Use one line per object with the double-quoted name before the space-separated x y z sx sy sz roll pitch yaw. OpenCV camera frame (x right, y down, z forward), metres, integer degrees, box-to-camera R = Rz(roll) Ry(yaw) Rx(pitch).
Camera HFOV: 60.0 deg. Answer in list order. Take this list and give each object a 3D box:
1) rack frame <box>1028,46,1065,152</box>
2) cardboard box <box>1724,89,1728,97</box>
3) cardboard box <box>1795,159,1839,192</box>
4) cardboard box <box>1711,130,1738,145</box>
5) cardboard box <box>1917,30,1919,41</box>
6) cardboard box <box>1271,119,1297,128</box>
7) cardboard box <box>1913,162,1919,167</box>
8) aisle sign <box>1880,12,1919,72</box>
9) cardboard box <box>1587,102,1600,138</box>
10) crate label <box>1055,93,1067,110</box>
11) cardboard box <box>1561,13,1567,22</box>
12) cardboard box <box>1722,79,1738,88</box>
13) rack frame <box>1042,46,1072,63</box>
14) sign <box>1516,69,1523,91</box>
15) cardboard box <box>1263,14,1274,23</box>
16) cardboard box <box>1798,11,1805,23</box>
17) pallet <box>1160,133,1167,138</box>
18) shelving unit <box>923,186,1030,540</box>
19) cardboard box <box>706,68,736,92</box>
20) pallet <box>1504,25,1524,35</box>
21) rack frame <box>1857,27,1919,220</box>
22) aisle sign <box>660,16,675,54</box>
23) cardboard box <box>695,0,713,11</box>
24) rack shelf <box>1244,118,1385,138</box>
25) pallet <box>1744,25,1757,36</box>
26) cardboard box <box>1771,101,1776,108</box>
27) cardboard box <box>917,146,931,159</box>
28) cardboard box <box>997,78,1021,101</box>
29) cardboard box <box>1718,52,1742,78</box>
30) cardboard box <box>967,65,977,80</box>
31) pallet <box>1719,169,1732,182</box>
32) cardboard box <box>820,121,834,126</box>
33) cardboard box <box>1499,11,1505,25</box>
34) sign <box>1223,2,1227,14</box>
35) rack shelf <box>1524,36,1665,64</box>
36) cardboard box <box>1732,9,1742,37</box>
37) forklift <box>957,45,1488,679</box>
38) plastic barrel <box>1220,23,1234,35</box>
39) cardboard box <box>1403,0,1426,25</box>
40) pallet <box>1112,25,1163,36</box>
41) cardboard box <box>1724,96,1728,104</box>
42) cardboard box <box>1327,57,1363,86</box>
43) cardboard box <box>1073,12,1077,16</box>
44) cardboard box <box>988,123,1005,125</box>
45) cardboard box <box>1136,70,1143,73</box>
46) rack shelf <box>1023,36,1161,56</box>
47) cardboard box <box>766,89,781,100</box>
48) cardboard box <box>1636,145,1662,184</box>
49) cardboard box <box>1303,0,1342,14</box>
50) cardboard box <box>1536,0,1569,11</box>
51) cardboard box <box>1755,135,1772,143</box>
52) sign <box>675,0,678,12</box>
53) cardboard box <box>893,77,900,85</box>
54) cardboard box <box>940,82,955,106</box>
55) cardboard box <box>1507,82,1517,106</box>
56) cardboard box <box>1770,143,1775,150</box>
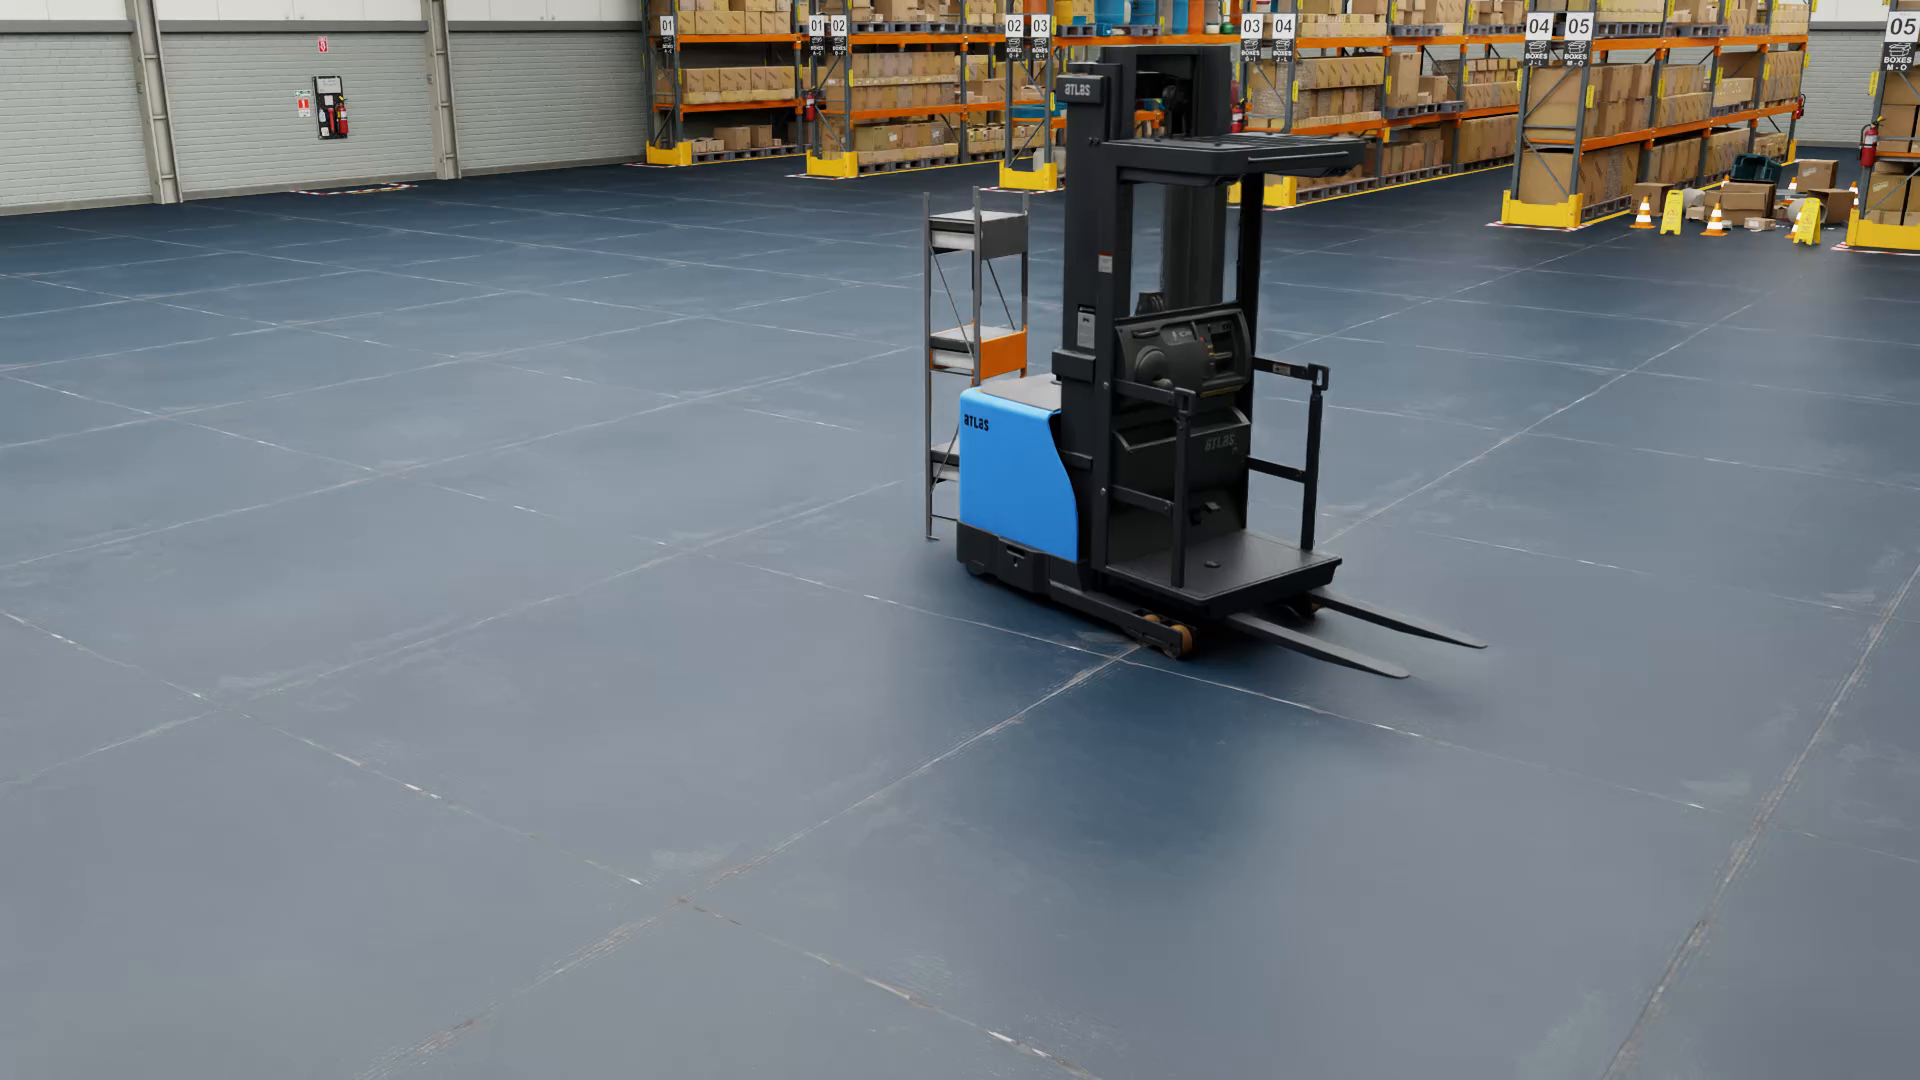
"rack frame" 2.097 -11.001 40.610 1.000 3.000 0.127 12 21 35
"cardboard box" 15.038 -8.899 33.057 0.380 0.149 0.250 12 21 35
"cardboard box" 14.178 -6.021 27.511 0.500 0.500 0.500 12 21 35
"cardboard box" 15.496 -8.196 33.820 0.500 0.250 0.500 11 21 32
"cardboard box" 13.231 -7.040 23.220 0.380 0.149 0.250 13 21 35
"cardboard box" 5.645 -7.250 28.954 0.380 0.149 0.250 12 21 35
"cardboard box" 14.472 -5.801 25.437 0.380 0.149 0.250 14 22 38
"aisle sign" 12.973 -6.871 22.927 0.394 0.787 0.004 12 21 35
"cardboard box" 9.702 -6.746 26.657 0.875 0.550 0.550 12 21 35
"crate label" 2.185 -8.722 33.213 0.502 0.435 0.616 12 21 35
"cardboard box" 9.284 -8.203 26.090 0.380 0.149 0.250 13 21 35
"cardboard box" 15.497 -9.226 33.607 0.380 0.149 0.250 11 21 32
"rack frame" 2.883 -13.780 49.561 1.000 3.000 0.127 12 21 35
"sign" 8.779 -7.208 26.047 0.100 0.325 0.005 12 21 35
"cardboard box" 5.199 -9.016 28.743 0.380 0.149 0.250 12 21 35
"cardboard box" 18.367 -11.577 36.818 0.500 0.250 0.500 12 21 33
"pallet" 5.617 -11.077 45.557 1.003 0.211 1.213 12 21 35
"shelving unit" 0.099 -1.042 10.059 0.431 2.100 0.503 12 21 35
"cardboard box" -5.509 -10.564 38.159 0.500 0.500 0.500 12 21 33
"pallet" 11.927 -11.316 36.890 0.805 0.209 1.217 11 21 33
"rack frame" 13.243 -5.593 23.195 1.000 3.000 0.127 12 21 35
"aisle sign" -6.452 -11.141 36.678 0.394 0.787 0.004 12 21 35
"cardboard box" -5.886 -12.096 37.192 0.500 0.500 0.500 12 21 34
"rack shelf" 6.475 -7.477 30.475 1.077 0.370 4.000 12 21 35
"pallet" 15.288 -10.268 33.511 1.213 0.211 1.003 12 21 35
"cardboard box" 17.534 -9.513 36.244 0.380 0.149 0.250 14 22 37
"cardboard box" -0.979 -8.547 36.638 0.500 0.250 0.500 12 21 35
"cardboard box" 1.110 -10.646 39.299 0.500 0.500 0.500 11 20 32
"cardboard box" 16.420 -10.128 35.445 0.500 0.500 0.500 12 21 33
"cardboard box" 0.131 -12.749 45.537 0.500 0.500 0.500 13 21 35
"pallet" 15.168 -7.492 34.014 1.003 0.211 1.213 12 21 35
"cardboard box" -3.574 -10.249 41.662 0.700 0.500 0.500 12 21 34
"cardboard box" 11.708 -11.547 36.754 0.500 0.311 0.500 12 21 33
"sign" 7.297 -14.659 45.838 0.100 0.325 0.005 12 21 35
"rack shelf" 10.399 -8.009 27.130 1.077 0.370 4.000 12 21 35
"cardboard box" 14.820 -10.038 32.284 0.500 0.500 0.500 12 21 35
"forklift" 1.297 -0.975 8.442 1.130 2.935 3.031 -13 22 -37
"plastic barrel" 5.967 -11.415 37.148 0.294 0.245 0.294 0 17 0
"cardboard box" 8.587 -10.298 32.407 0.797 0.503 0.637 13 22 37
"pallet" 3.338 -10.325 33.695 1.213 0.211 1.003 12 21 35
"cardboard box" 15.039 -8.757 33.100 0.380 0.149 0.250 13 22 36
"cardboard box" 7.024 -8.570 30.426 0.500 0.500 0.500 12 21 35
"cardboard box" 2.330 -12.591 40.504 0.910 0.500 0.500 12 21 35
"cardboard box" 0.937 -9.835 39.840 0.500 0.311 0.500 12 21 33
"cardboard box" 4.987 -12.541 43.716 0.500 0.500 0.500 13 22 36
"rack shelf" 2.498 -9.784 32.848 1.077 0.370 4.000 12 21 35
"cardboard box" -4.609 -10.577 39.464 0.500 0.250 0.500 13 21 35
"cardboard box" 11.888 -6.686 29.801 1.050 0.750 0.750 12 21 34
"cardboard box" 6.385 -9.511 29.241 0.500 0.500 0.500 12 21 34
"cardboard box" 9.274 -8.360 25.925 0.500 0.250 0.500 13 21 35
"cardboard box" 17.814 -8.905 36.958 0.380 0.149 0.250 12 21 33
"sign" -6.215 -11.724 36.407 0.100 0.325 0.005 12 21 35
"cardboard box" -1.497 -9.815 35.530 0.380 0.149 0.250 12 21 34
"cardboard box" -0.546 -9.989 37.183 0.700 0.500 0.500 12 21 33
"cardboard box" 12.074 -9.973 37.133 0.500 0.500 0.500 13 22 36
"cardboard box" 17.881 -8.752 36.965 0.380 0.149 0.250 14 22 37
